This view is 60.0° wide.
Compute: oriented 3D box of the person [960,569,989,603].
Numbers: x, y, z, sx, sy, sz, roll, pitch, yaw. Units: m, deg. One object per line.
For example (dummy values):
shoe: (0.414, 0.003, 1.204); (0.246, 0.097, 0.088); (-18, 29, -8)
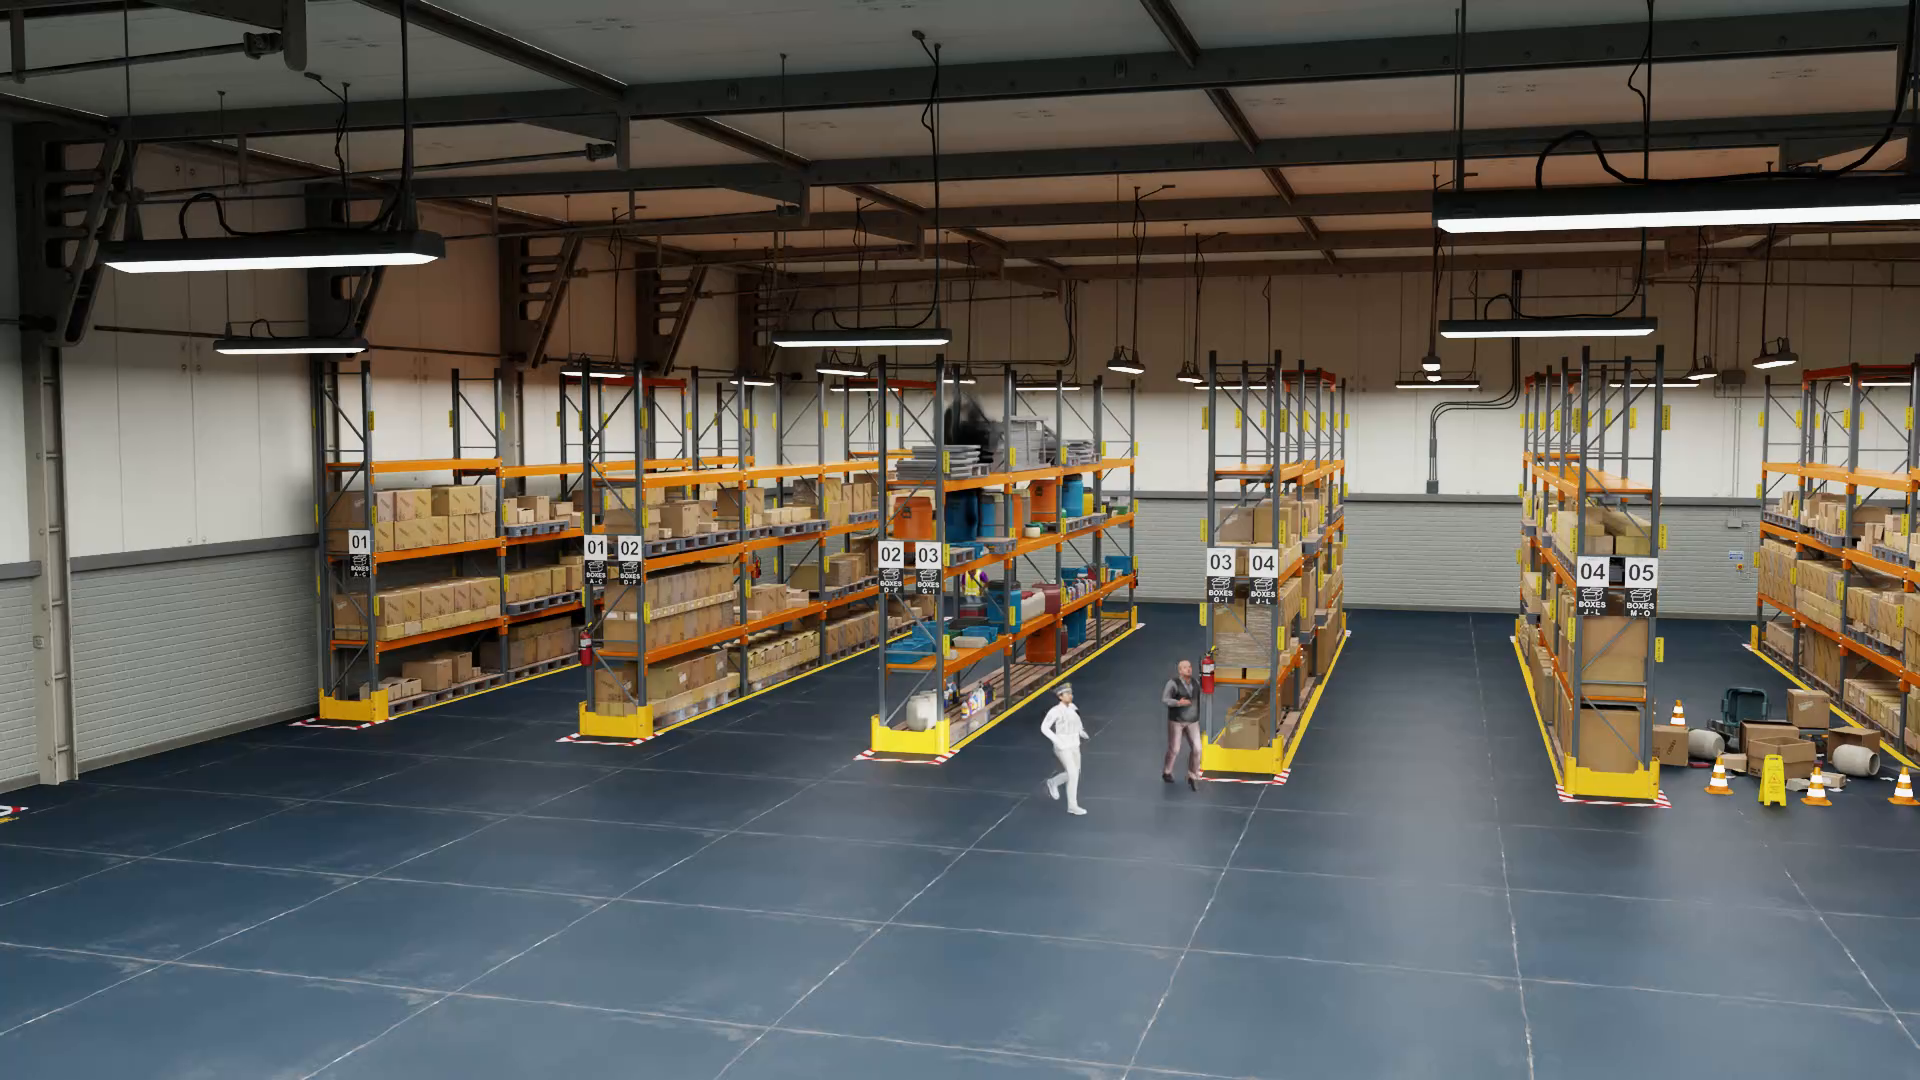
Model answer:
person: (0.320, 1.317, 39.618); (0.687, 1.725, 0.585); (1, 4, 14)

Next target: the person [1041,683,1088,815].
person: (1.344, 2.648, 21.319); (0.624, 1.659, 0.738); (-4, 6, -42)

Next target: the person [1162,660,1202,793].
person: (3.053, 2.485, 22.657); (0.665, 1.702, 0.701); (-1, 4, -15)
